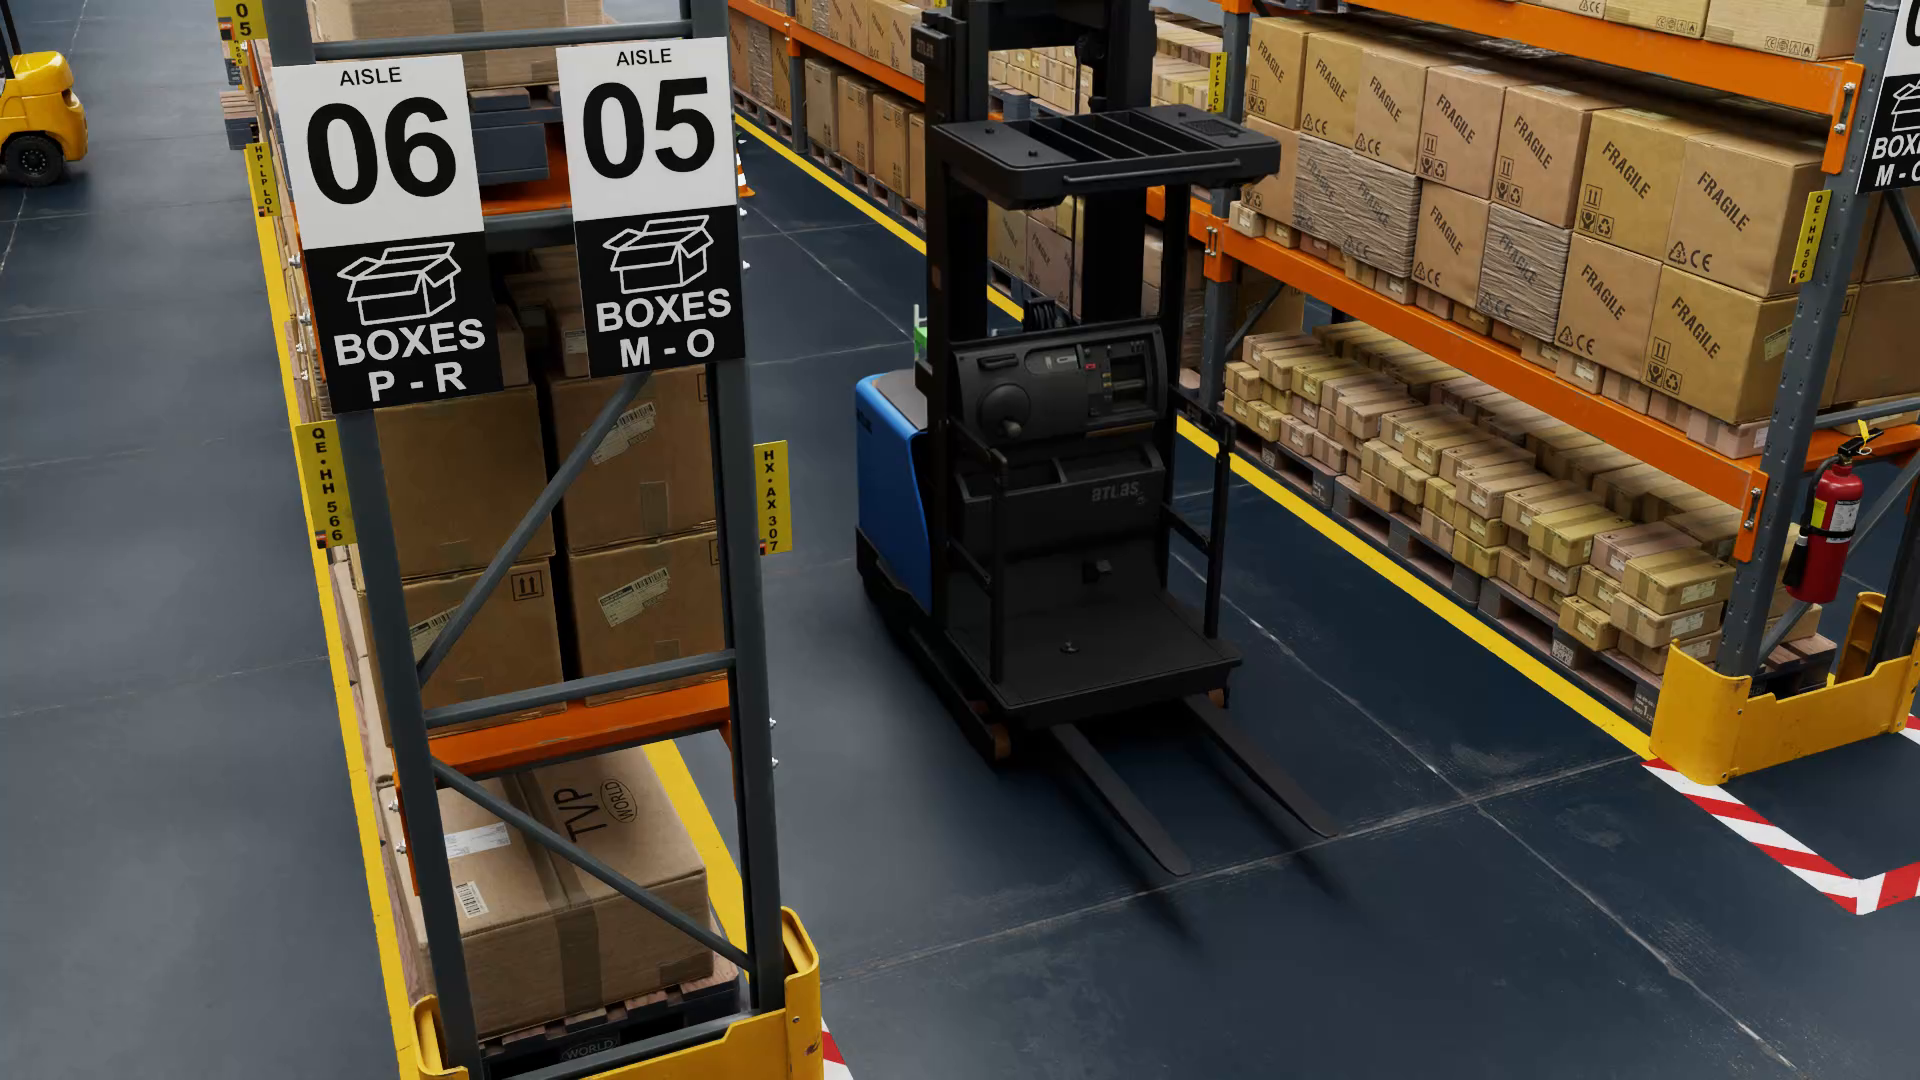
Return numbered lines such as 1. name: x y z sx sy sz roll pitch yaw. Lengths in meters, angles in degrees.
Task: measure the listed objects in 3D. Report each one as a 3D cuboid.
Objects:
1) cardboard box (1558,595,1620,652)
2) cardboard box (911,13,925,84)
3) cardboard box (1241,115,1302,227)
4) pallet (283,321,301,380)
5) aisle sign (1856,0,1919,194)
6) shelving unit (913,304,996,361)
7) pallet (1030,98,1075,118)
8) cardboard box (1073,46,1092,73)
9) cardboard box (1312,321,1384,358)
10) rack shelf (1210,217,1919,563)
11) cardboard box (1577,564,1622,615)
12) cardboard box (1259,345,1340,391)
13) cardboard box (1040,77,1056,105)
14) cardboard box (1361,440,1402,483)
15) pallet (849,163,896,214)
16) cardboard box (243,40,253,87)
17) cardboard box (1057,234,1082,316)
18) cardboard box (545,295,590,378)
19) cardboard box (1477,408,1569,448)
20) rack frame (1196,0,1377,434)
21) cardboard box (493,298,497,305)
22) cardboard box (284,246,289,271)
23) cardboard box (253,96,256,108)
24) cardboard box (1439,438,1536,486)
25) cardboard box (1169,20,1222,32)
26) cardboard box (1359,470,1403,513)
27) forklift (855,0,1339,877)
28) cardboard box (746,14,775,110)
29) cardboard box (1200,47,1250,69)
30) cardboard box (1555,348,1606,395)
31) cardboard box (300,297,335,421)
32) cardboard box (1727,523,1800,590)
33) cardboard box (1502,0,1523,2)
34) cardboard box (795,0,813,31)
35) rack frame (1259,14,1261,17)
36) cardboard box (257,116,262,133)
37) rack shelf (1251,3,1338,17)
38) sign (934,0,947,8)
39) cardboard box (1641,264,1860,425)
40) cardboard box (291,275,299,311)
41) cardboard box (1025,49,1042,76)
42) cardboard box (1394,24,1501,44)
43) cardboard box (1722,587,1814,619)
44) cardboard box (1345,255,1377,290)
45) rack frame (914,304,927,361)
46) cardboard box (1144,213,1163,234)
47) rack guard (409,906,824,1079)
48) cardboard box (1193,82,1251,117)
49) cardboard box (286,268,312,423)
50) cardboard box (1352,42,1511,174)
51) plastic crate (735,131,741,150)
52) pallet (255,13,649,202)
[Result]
1. cardboard box: 2.903 0.345 7.396 0.380 0.149 0.250 -10 28 -19
2. cardboard box: -0.061 -3.895 13.194 0.500 0.500 0.500 -11 28 -21
3. cardboard box: 1.891 -2.035 9.045 0.500 0.500 0.500 -11 28 -22
4. pallet: -3.913 -1.238 11.046 1.003 0.211 1.213 -11 28 -21
5. aisle sign: 3.248 -1.572 5.587 0.394 0.787 0.004 -11 28 -21
6. shelving unit: -0.030 -0.578 8.567 0.258 1.200 0.503 -10 28 -20
7. pallet: 1.175 -2.836 11.358 1.003 0.211 1.213 -11 28 -21
8. cardboard box: 0.975 -3.206 11.027 0.380 0.149 0.250 -11 28 -21
9. cardboard box: 2.308 -1.175 9.831 0.380 0.149 0.250 -10 28 -19
10. rack shelf: 2.712 -0.969 8.135 1.077 0.370 4.000 -11 28 -21
11. cardboard box: 2.973 0.195 7.363 0.380 0.149 0.250 -11 28 -22
12. cardboard box: 1.926 -0.978 9.427 0.380 0.149 0.250 -9 27 -18
13. cardboard box: 0.776 -3.142 11.573 0.380 0.149 0.250 -10 28 -19
14. cardboard box: 2.316 -0.423 8.629 0.380 0.149 0.250 -11 28 -21
15. pallet: -0.351 -3.284 15.236 1.003 0.211 1.213 -11 28 -21
16. cardboard box: -4.185 -3.076 10.377 0.500 0.500 0.500 -12 28 -22
17. cardboard box: 1.010 -1.835 11.460 0.500 0.500 0.500 -11 28 -22
18. cardboard box: -0.904 -0.570 4.505 0.380 0.149 0.250 -10 28 -20
19. cardboard box: 2.882 -0.542 8.534 0.380 0.149 0.250 -11 28 -20
20. rack frame: 1.929 -2.099 9.631 1.000 3.000 0.127 -11 28 -21
21. cardboard box: -1.466 -0.588 4.542 0.380 0.149 0.250 -10 28 -20
22. cardboard box: -2.994 -1.278 8.120 0.500 0.250 0.500 -11 28 -22
23. cardboard box: -4.669 -3.086 11.460 0.380 0.149 0.250 -10 28 -20
24. cardboard box: 2.590 -0.363 8.168 0.380 0.149 0.250 -12 28 -22
25. cardboard box: 2.733 -5.841 19.665 0.500 0.500 0.500 -13 29 -25
26. cardboard box: 2.321 -0.288 8.691 0.380 0.149 0.250 -11 28 -22
27. forklift: 0.507 -0.609 6.657 1.130 2.935 3.031 -10 28 -20
28. cardboard box: -1.743 -5.192 17.908 0.875 0.875 0.875 -10 28 -20
29. cardboard box: 1.789 -3.100 10.811 0.380 0.149 0.250 -11 28 -21
30. cardboard box: 2.811 -0.759 7.172 0.380 0.149 0.250 -10 28 -19
31. cardboard box: -1.660 -0.447 4.993 0.500 0.500 0.500 -10 28 -20
32. cardboard box: 3.603 0.071 7.279 0.380 0.149 0.250 -12 28 -23
33. cardboard box: 2.459 -2.522 7.248 0.500 0.250 0.500 -9 28 -18
34. cardboard box: -1.246 -5.115 15.694 0.500 0.500 0.500 -10 28 -20
35. rack frame: 3.399 -6.140 17.907 1.000 3.000 0.127 -11 28 -21
36. cardboard box: -3.797 -2.321 9.686 0.500 0.250 0.500 -11 28 -21
37. rack shelf: 4.182 -5.010 16.412 1.077 0.370 4.000 -11 28 -21
38. sign: -0.147 -4.138 12.486 0.100 0.325 0.005 -11 28 -21
39. cardboard box: 3.082 -0.800 6.517 0.500 0.500 0.500 -10 28 -20
40. cardboard box: -2.450 -0.815 6.886 0.500 0.500 0.500 -10 28 -20
41. cardboard box: 0.682 -3.376 11.714 0.380 0.149 0.250 -10 28 -20
42. cardboard box: 2.569 -2.376 8.605 0.500 0.500 0.500 -12 28 -22
43. cardboard box: 3.526 0.219 7.315 0.380 0.149 0.250 -9 28 -18
44. cardboard box: 2.200 -1.402 8.489 0.380 0.149 0.250 -10 28 -20
45. rack frame: -0.121 -0.678 8.770 0.240 1.200 0.015 -10 28 -20
46. cardboard box: 1.215 -1.969 10.879 0.500 0.250 0.500 -9 28 -18
47. rack guard: -1.011 1.540 5.026 1.175 0.500 0.348 -11 28 -21
48. cardboard box: 1.592 -2.571 9.726 0.380 0.149 0.250 -9 28 -18
49. cardboard box: -3.264 -1.042 9.408 0.875 0.875 0.875 -10 28 -19
50. cardboard box: 2.267 -2.088 8.015 0.500 0.500 0.500 -10 28 -20
51. plastic crate: -2.478 -3.936 16.532 0.450 0.188 0.662 12 27 2
52. pallet: -1.320 -1.199 4.469 1.003 0.211 1.213 -11 28 -21
